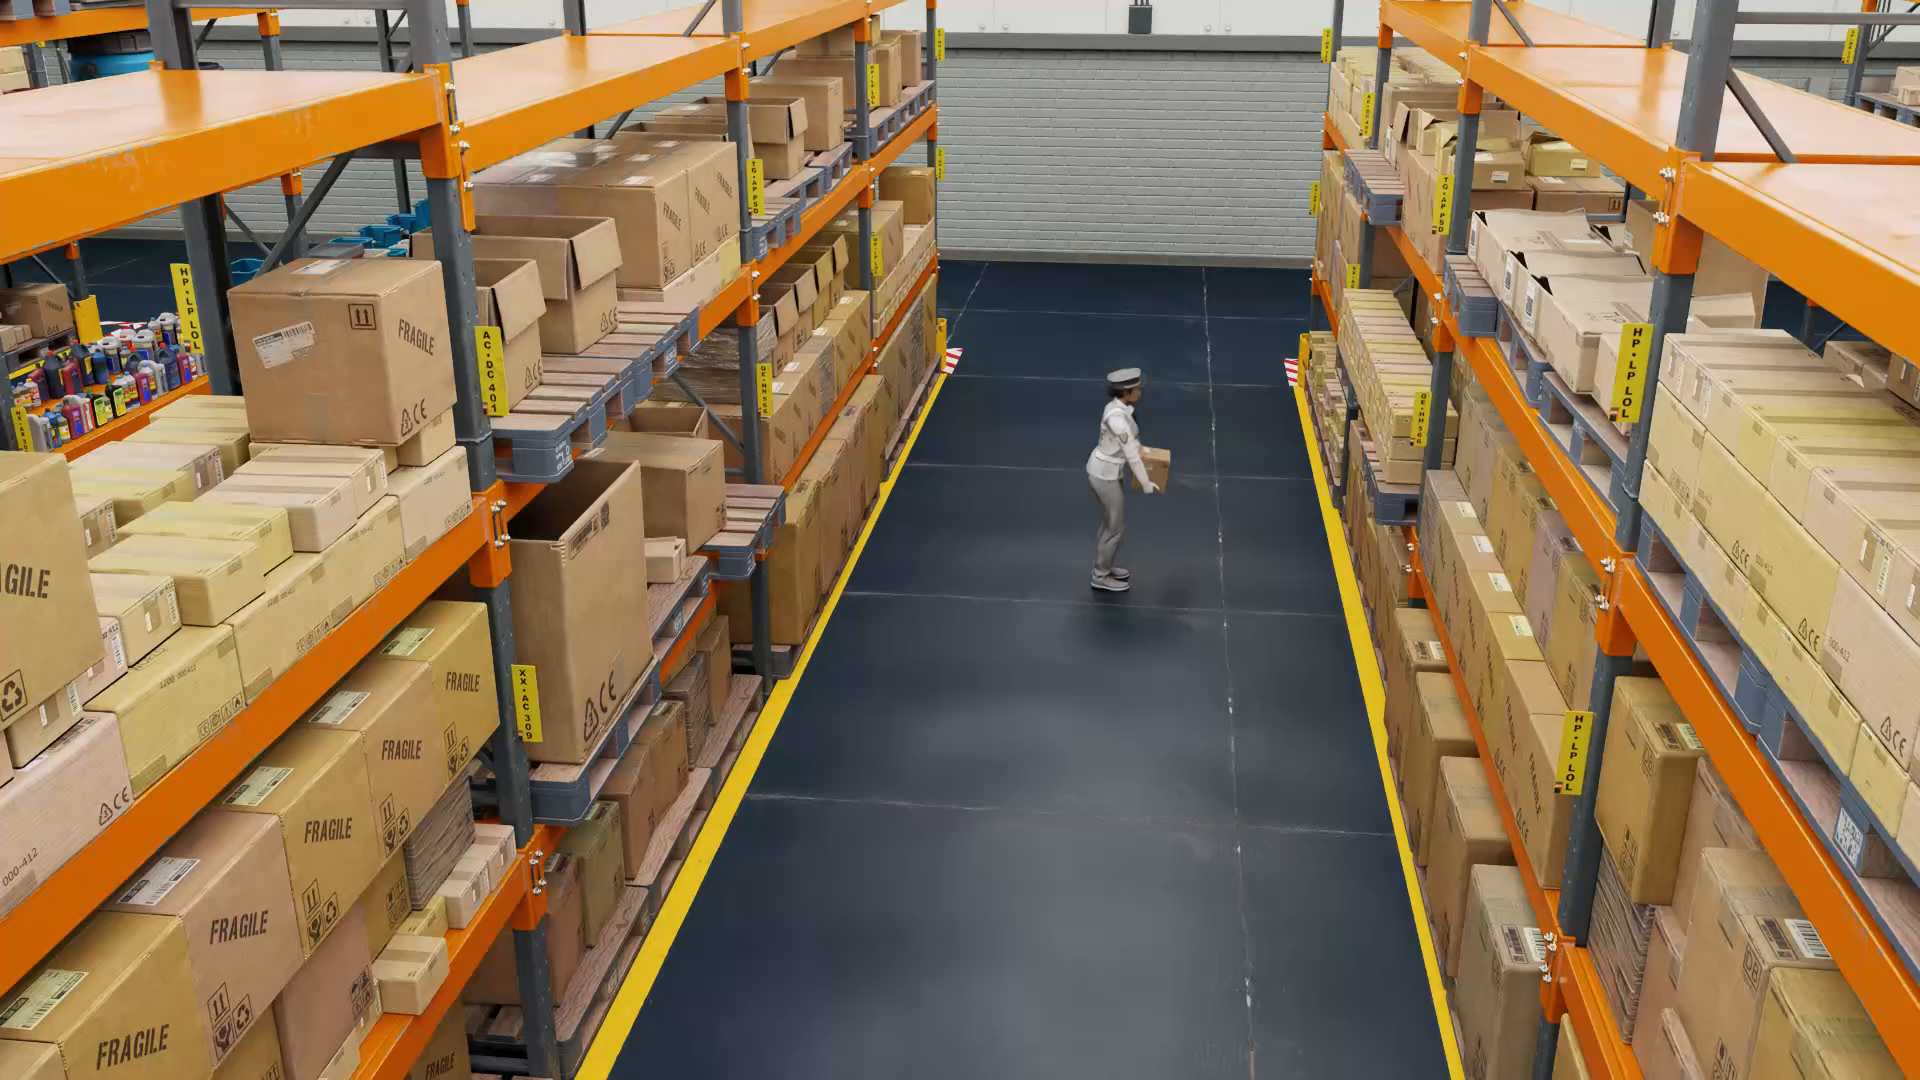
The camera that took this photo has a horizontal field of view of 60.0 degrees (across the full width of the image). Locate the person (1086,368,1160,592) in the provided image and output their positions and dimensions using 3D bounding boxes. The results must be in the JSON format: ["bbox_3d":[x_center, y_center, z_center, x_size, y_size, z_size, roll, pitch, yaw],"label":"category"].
[{"bbox_3d":[1.201,-0.453,12.259,0.541,1.663,0.416,2,21,5],"label":"person"}]
